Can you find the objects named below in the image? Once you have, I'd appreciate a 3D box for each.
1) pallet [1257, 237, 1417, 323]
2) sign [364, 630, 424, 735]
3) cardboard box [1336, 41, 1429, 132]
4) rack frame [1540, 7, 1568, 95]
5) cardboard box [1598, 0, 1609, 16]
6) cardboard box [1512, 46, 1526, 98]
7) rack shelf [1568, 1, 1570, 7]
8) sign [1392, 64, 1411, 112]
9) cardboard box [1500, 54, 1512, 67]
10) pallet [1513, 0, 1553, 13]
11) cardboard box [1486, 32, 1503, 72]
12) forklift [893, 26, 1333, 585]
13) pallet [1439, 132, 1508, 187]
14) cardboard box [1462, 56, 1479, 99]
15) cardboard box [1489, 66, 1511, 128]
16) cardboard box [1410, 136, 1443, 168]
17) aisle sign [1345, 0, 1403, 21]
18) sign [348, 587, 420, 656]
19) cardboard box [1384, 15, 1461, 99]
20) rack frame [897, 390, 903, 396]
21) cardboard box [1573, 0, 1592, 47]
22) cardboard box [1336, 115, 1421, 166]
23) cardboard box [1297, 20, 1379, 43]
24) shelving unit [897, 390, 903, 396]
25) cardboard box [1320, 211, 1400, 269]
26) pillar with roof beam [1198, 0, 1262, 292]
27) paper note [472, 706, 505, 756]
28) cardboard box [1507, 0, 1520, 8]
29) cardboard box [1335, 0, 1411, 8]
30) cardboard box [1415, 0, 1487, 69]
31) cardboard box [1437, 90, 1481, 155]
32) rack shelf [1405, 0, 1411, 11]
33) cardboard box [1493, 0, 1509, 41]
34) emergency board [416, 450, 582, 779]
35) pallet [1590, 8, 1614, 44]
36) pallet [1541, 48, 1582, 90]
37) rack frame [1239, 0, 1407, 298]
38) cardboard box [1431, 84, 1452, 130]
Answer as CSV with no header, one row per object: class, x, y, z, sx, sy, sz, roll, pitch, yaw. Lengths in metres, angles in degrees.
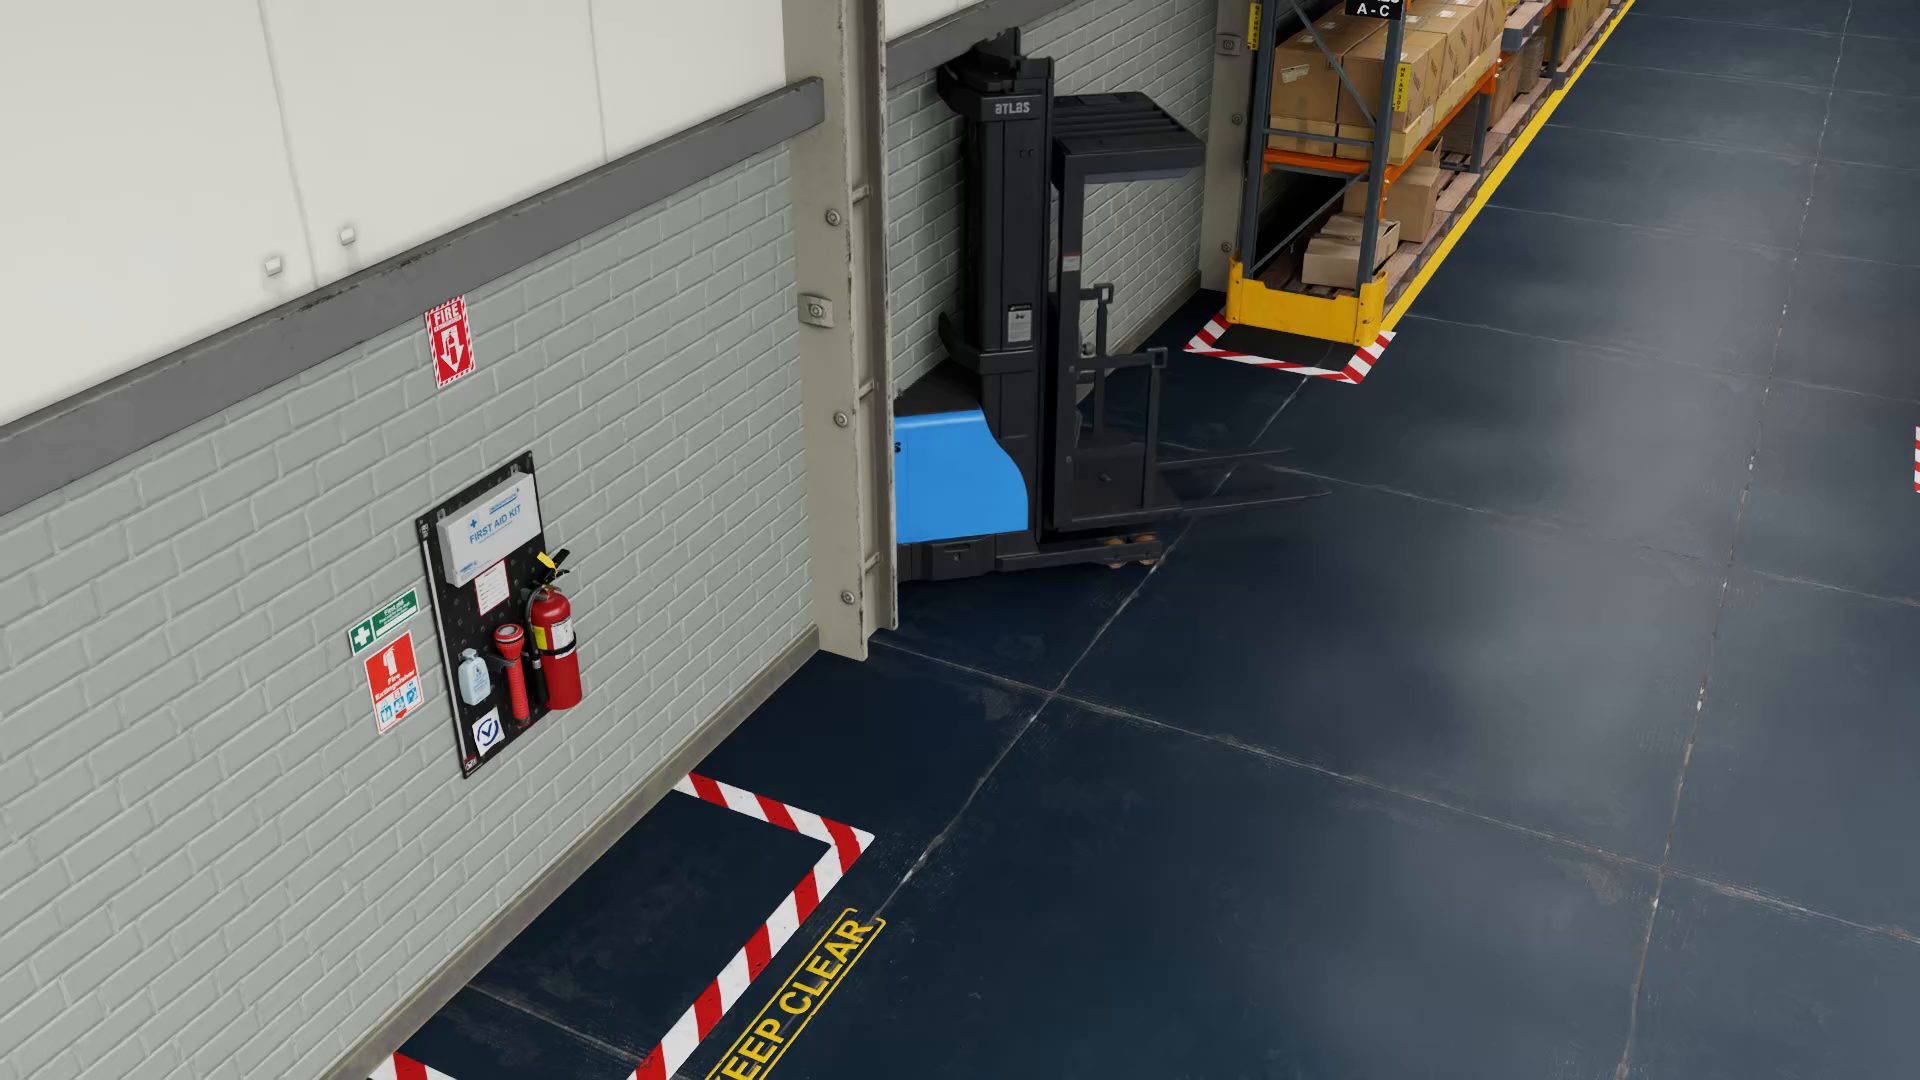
pallet,3.055,-2.103,13.490,1.003,0.211,1.213,14,33,23
sign,-2.069,0.520,6.087,0.001,0.329,0.234,14,33,23
cardboard box,3.103,-3.339,12.220,0.500,0.500,0.500,14,33,23
rack frame,6.263,-6.473,18.300,1.000,3.000,0.127,14,33,23
cardboard box,7.905,-7.178,21.265,0.750,0.750,0.750,15,33,24
cardboard box,5.643,-5.047,17.885,0.700,0.500,0.500,14,33,23
rack shelf,7.174,-7.047,20.023,1.077,0.370,4.000,14,33,23
sign,3.102,-3.179,11.694,0.100,0.325,0.005,14,33,23
cardboard box,5.436,-5.106,17.235,0.500,0.250,0.500,14,33,23
pallet,5.397,-5.503,16.803,1.003,0.211,1.213,14,33,23
cardboard box,4.495,-4.364,14.759,0.500,0.250,0.500,14,33,23
forklift,0.714,-1.359,9.464,3.031,2.935,1.130,-7,31,-11
pallet,4.794,-3.836,16.508,1.003,0.211,1.213,14,33,23
cardboard box,4.045,-3.919,13.983,0.500,0.250,0.500,14,33,23
cardboard box,5.220,-4.594,17.096,0.700,0.500,0.500,15,33,24
cardboard box,4.003,-3.337,14.908,0.500,0.500,0.500,12,32,20
aisle sign,2.853,-3.954,11.303,0.394,0.787,0.004,14,33,23
sign,-2.059,0.290,5.955,0.001,0.109,0.331,14,33,23
cardboard box,3.578,-3.783,12.994,0.500,0.500,0.500,13,32,22
rack frame,-0.222,-0.376,9.627,0.500,1.500,0.032,-16,35,37
cardboard box,7.119,-6.406,19.920,0.750,0.750,0.750,14,33,23
cardboard box,3.123,-3.014,12.408,0.500,0.250,0.500,13,32,22
cardboard box,2.882,-3.673,12.802,0.500,0.500,0.500,15,33,24
shelving unit,-0.058,-0.720,9.963,0.538,1.500,1.048,-16,35,37
cardboard box,3.273,-2.490,13.623,0.500,0.311,0.500,17,34,27
pillar with roof beam,6.000,-5.058,9.812,9.100,9.000,0.400,14,33,23
paper note,-1.868,0.759,6.592,0.016,0.148,0.142,14,33,23
cardboard box,4.964,-5.398,15.886,0.700,0.500,0.500,18,34,28
cardboard box,3.343,-4.127,13.592,0.500,0.500,0.500,15,33,24
cardboard box,4.039,-4.245,13.798,0.500,0.500,0.500,13,32,22
cardboard box,4.761,-4.136,16.300,0.700,0.500,0.500,15,33,25
rack shelf,3.530,-4.802,13.100,1.077,0.370,4.000,14,33,23
cardboard box,4.501,-4.689,14.571,0.500,0.500,0.500,14,33,23
emergency board,-1.726,0.314,6.482,0.194,1.169,0.643,14,33,23
pallet,7.801,-6.678,21.457,1.003,0.211,1.213,14,33,23
pallet,6.689,-5.596,19.573,1.003,0.211,1.213,14,33,23
rack frame,2.618,-2.926,12.124,1.000,3.000,0.127,14,33,23
cardboard box,3.585,-3.472,13.205,0.500,0.250,0.500,14,33,23
